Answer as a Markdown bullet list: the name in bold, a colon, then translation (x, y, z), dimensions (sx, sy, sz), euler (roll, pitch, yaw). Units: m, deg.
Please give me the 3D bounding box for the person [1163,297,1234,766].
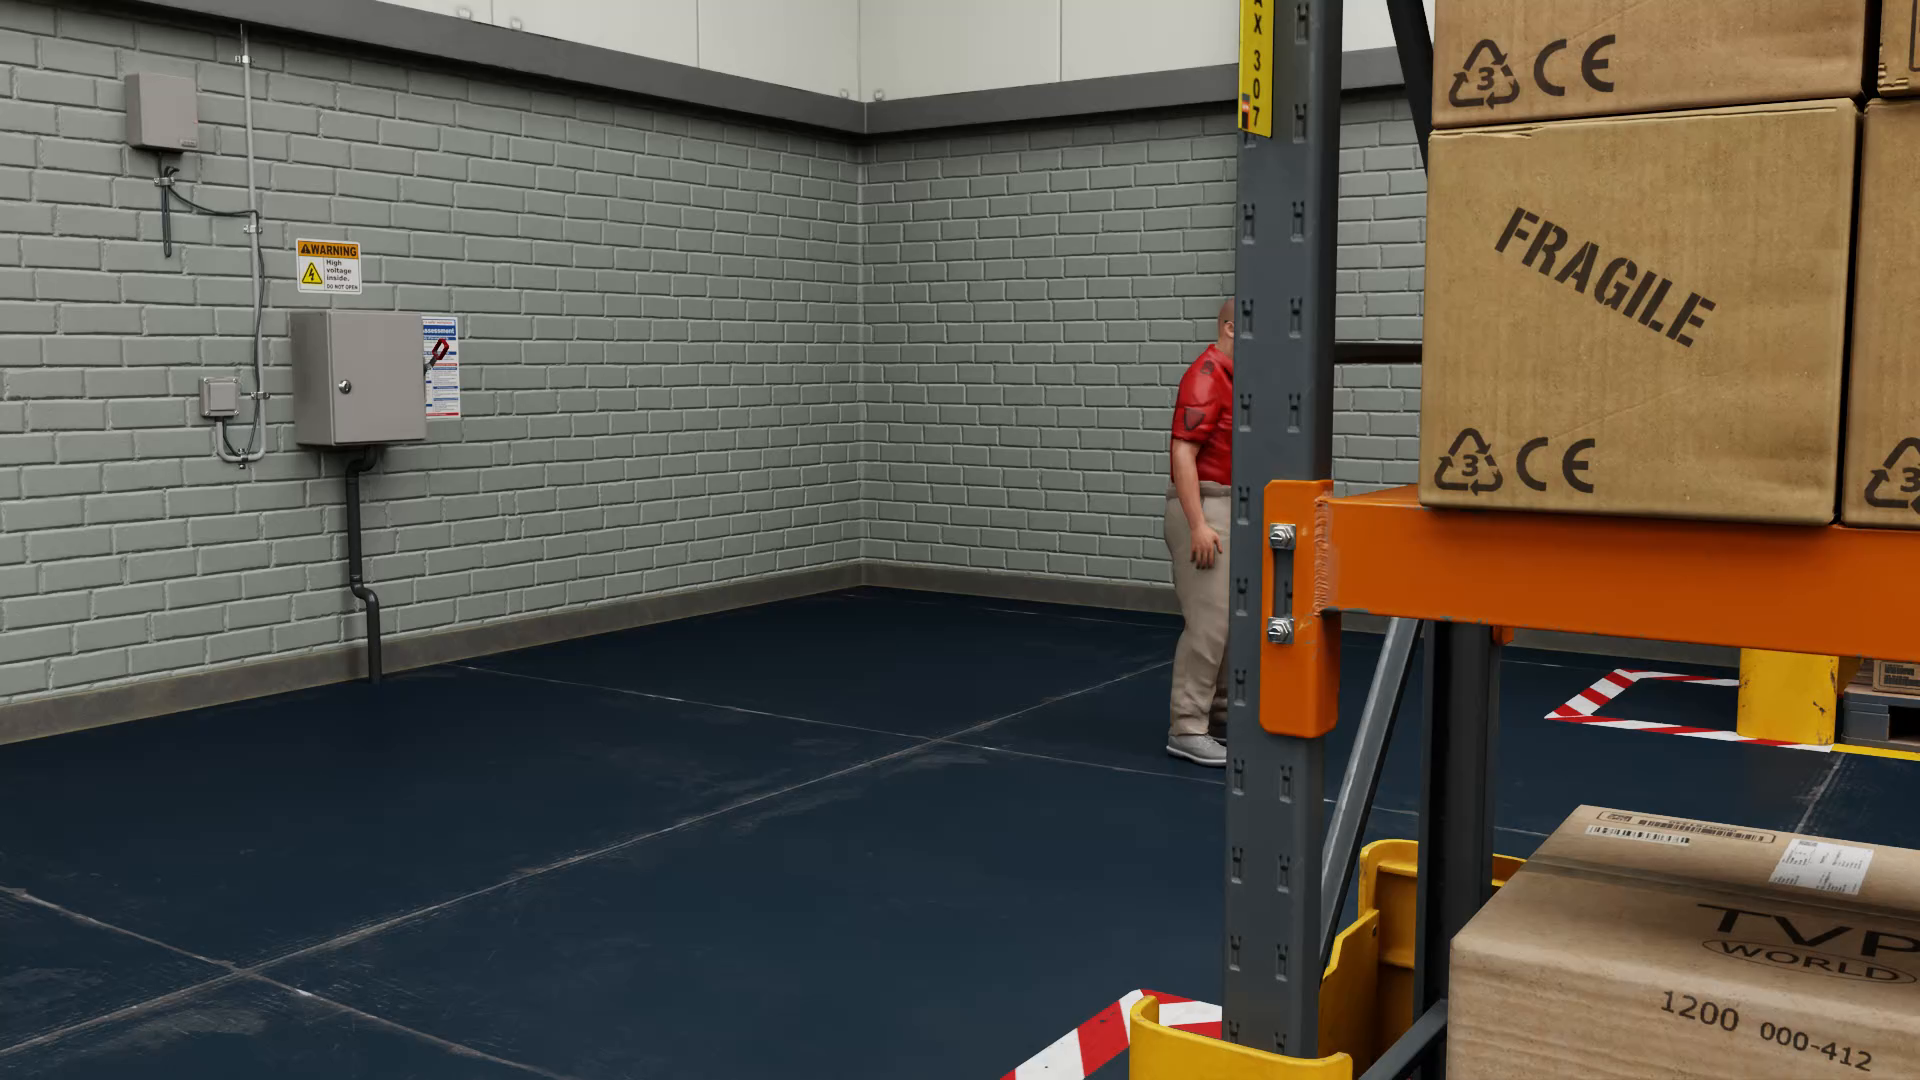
- **person**: translation (1.010, -0.052, 6.310), dimensions (0.422, 1.727, 0.585), euler (4, 8, 34)
